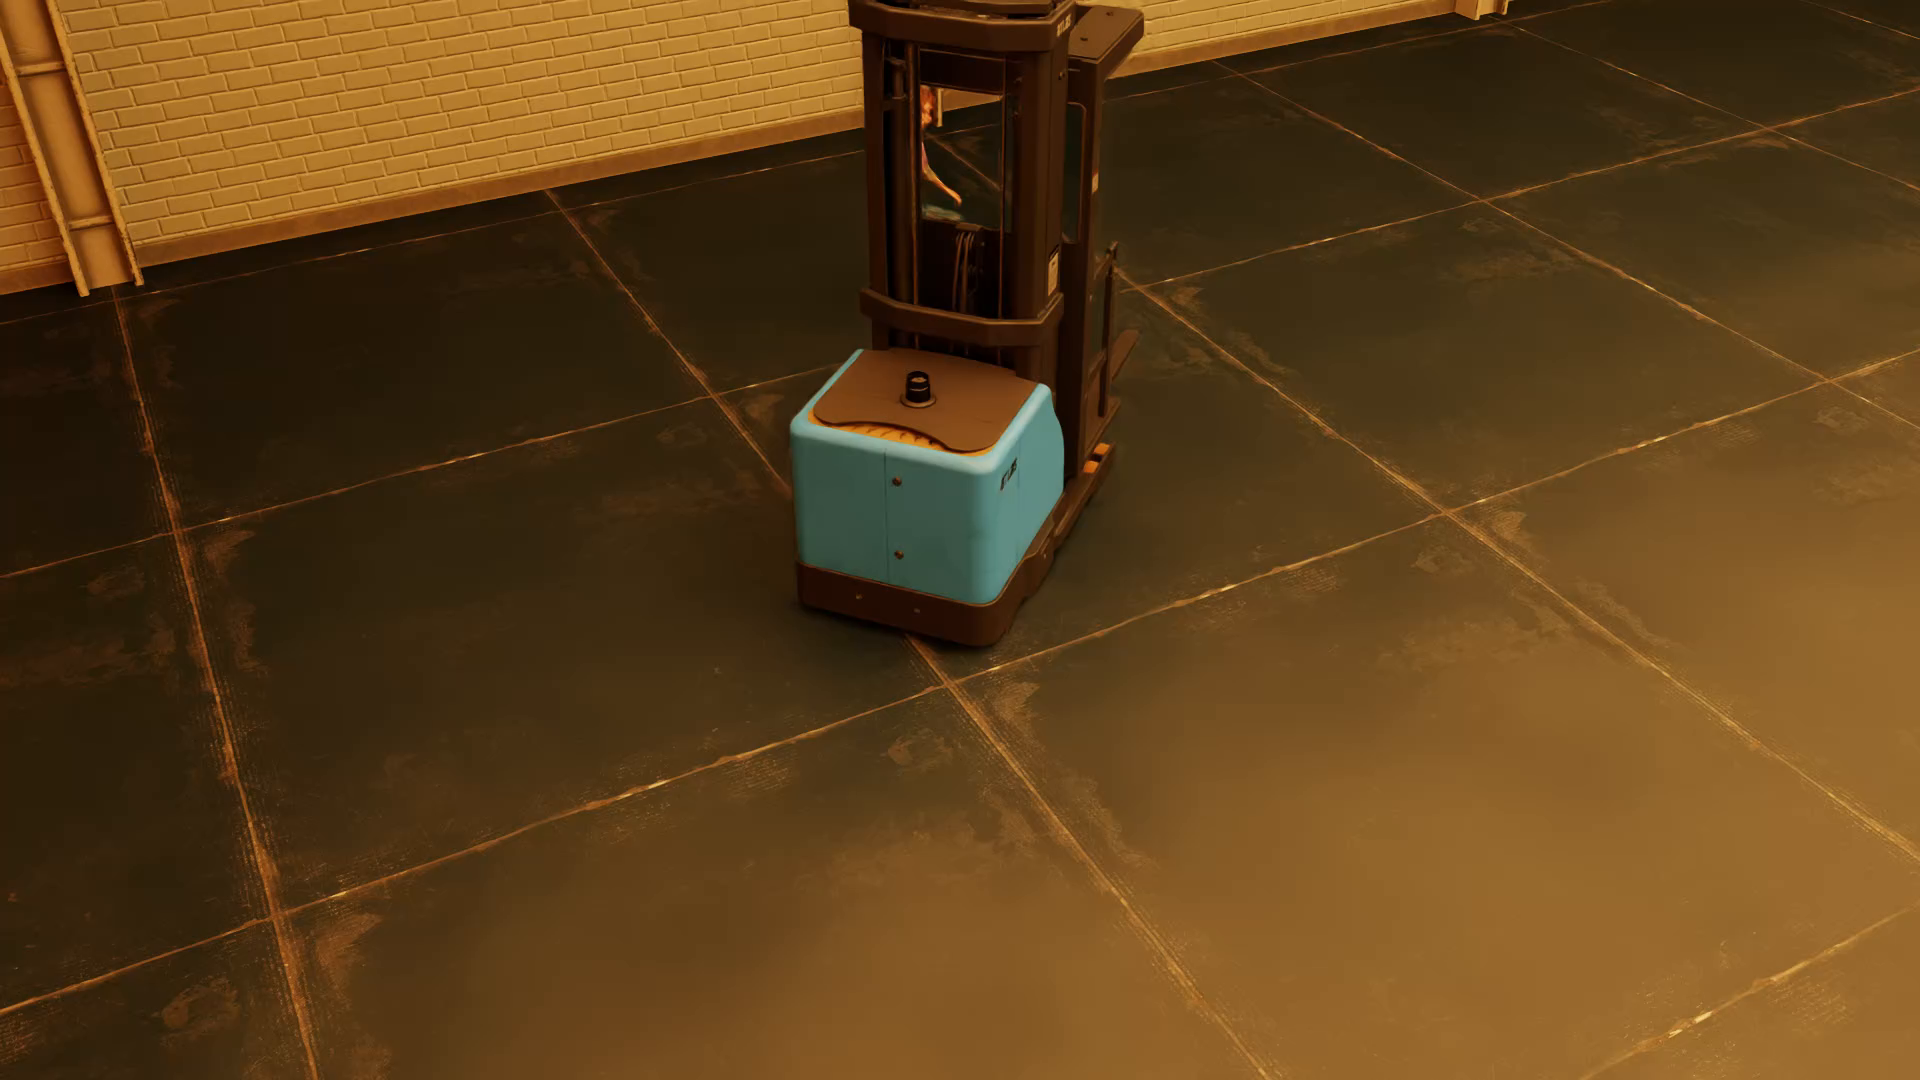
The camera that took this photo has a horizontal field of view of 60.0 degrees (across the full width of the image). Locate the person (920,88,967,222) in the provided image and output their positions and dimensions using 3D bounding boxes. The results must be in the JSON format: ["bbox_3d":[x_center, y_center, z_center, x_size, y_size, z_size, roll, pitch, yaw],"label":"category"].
[{"bbox_3d":[-0.237,-2.142,10.532,0.621,1.381,0.659,-8,36,-11],"label":"person"}]

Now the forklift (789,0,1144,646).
[{"bbox_3d":[0.215,-1.542,8.304,1.130,2.935,3.031,13,37,17],"label":"forklift"}]
